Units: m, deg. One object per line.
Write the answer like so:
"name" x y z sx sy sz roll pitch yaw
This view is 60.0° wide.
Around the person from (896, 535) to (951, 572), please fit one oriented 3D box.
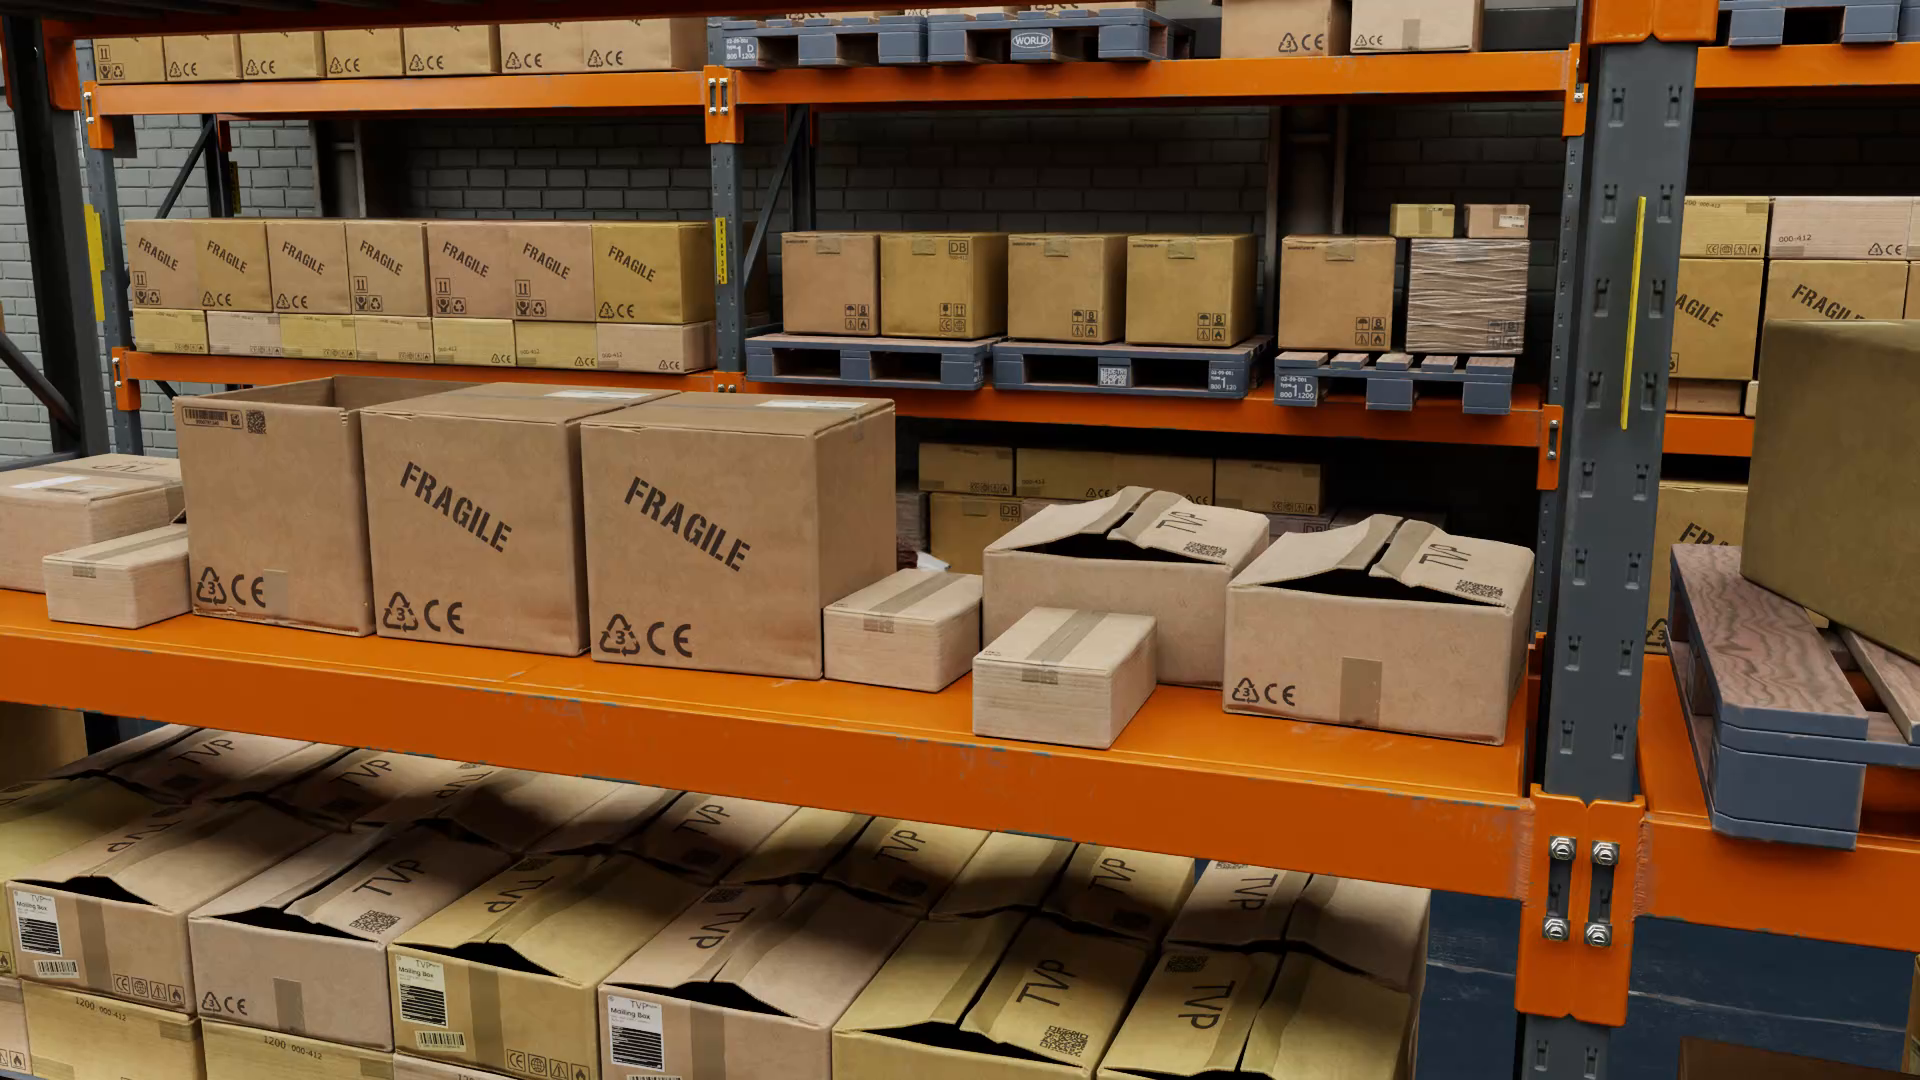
"person" -0.185 0.459 6.132 0.461 1.061 0.754 4 13 18
